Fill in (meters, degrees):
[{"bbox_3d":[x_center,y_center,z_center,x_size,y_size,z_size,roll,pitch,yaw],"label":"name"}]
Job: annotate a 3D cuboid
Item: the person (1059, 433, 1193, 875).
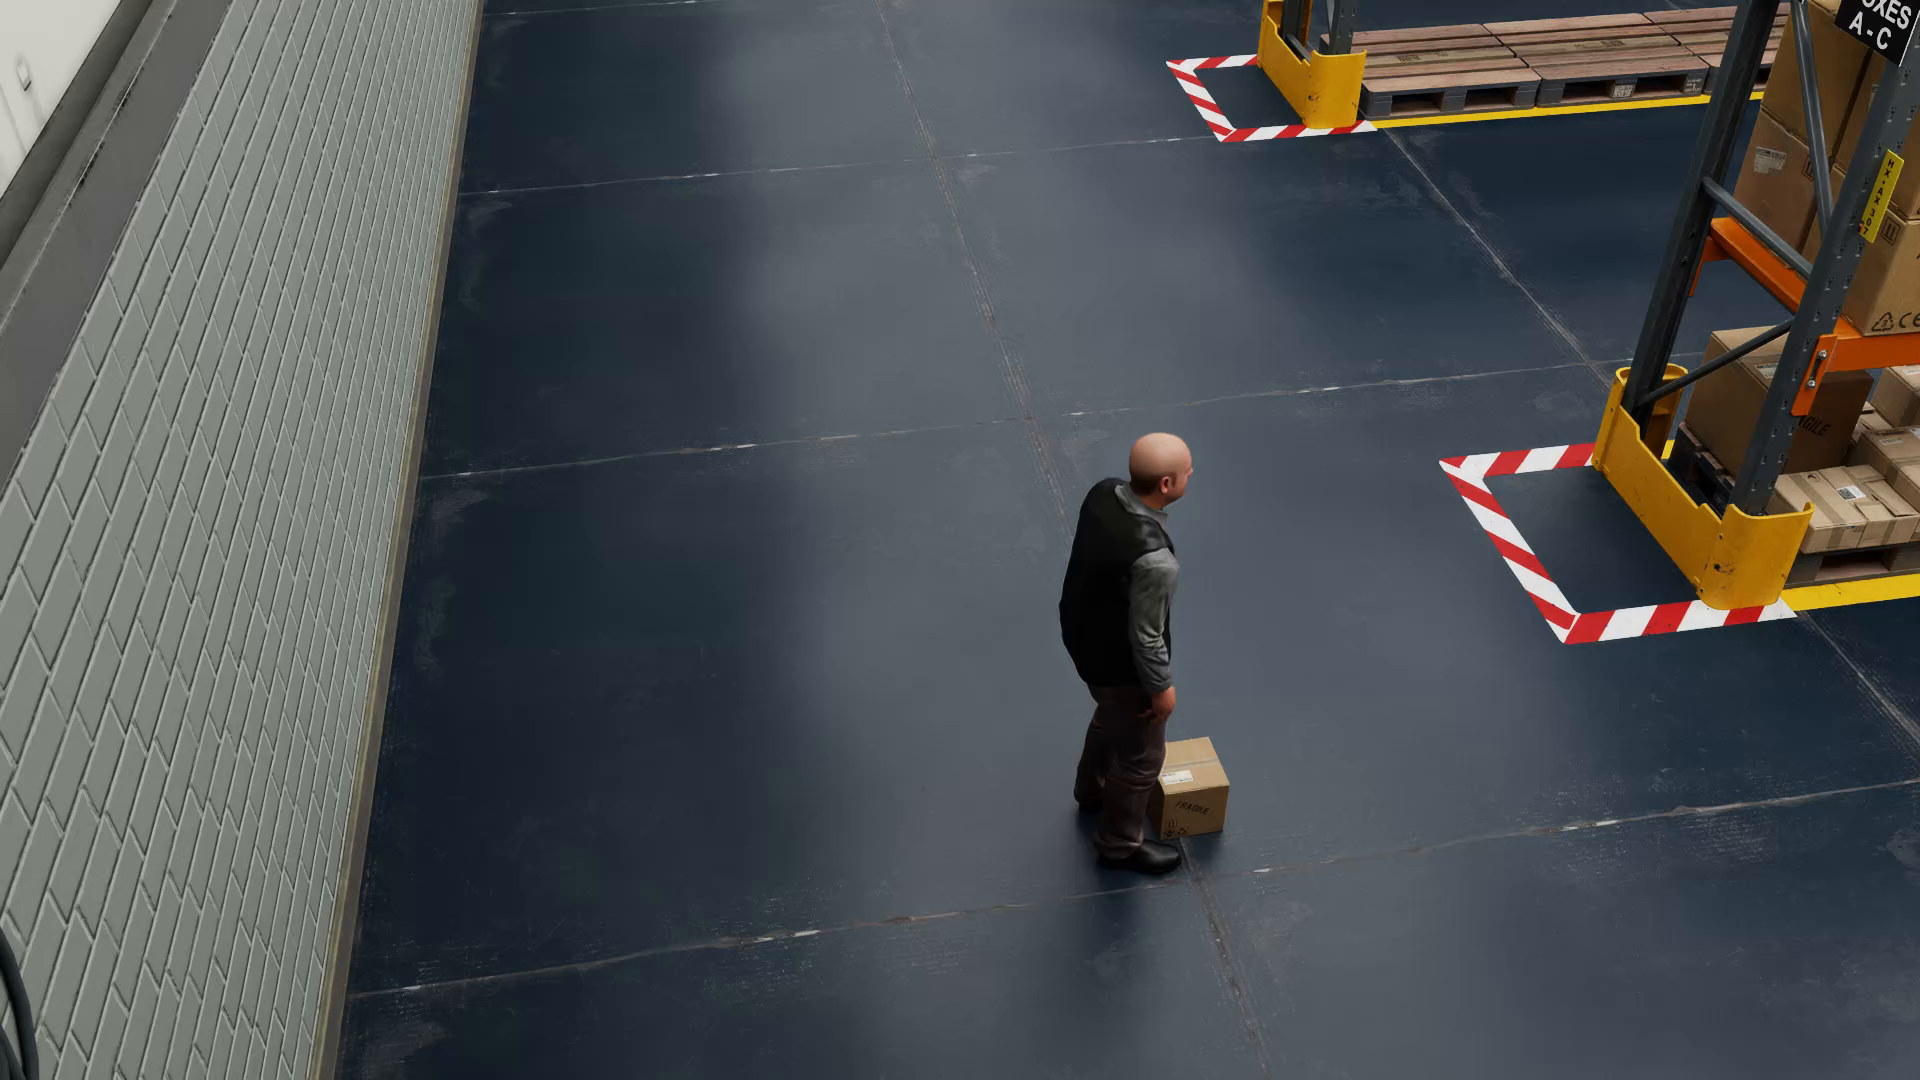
[{"bbox_3d":[0.557,0.379,5.695,0.421,1.721,0.593,-9,39,-11],"label":"person"}]
